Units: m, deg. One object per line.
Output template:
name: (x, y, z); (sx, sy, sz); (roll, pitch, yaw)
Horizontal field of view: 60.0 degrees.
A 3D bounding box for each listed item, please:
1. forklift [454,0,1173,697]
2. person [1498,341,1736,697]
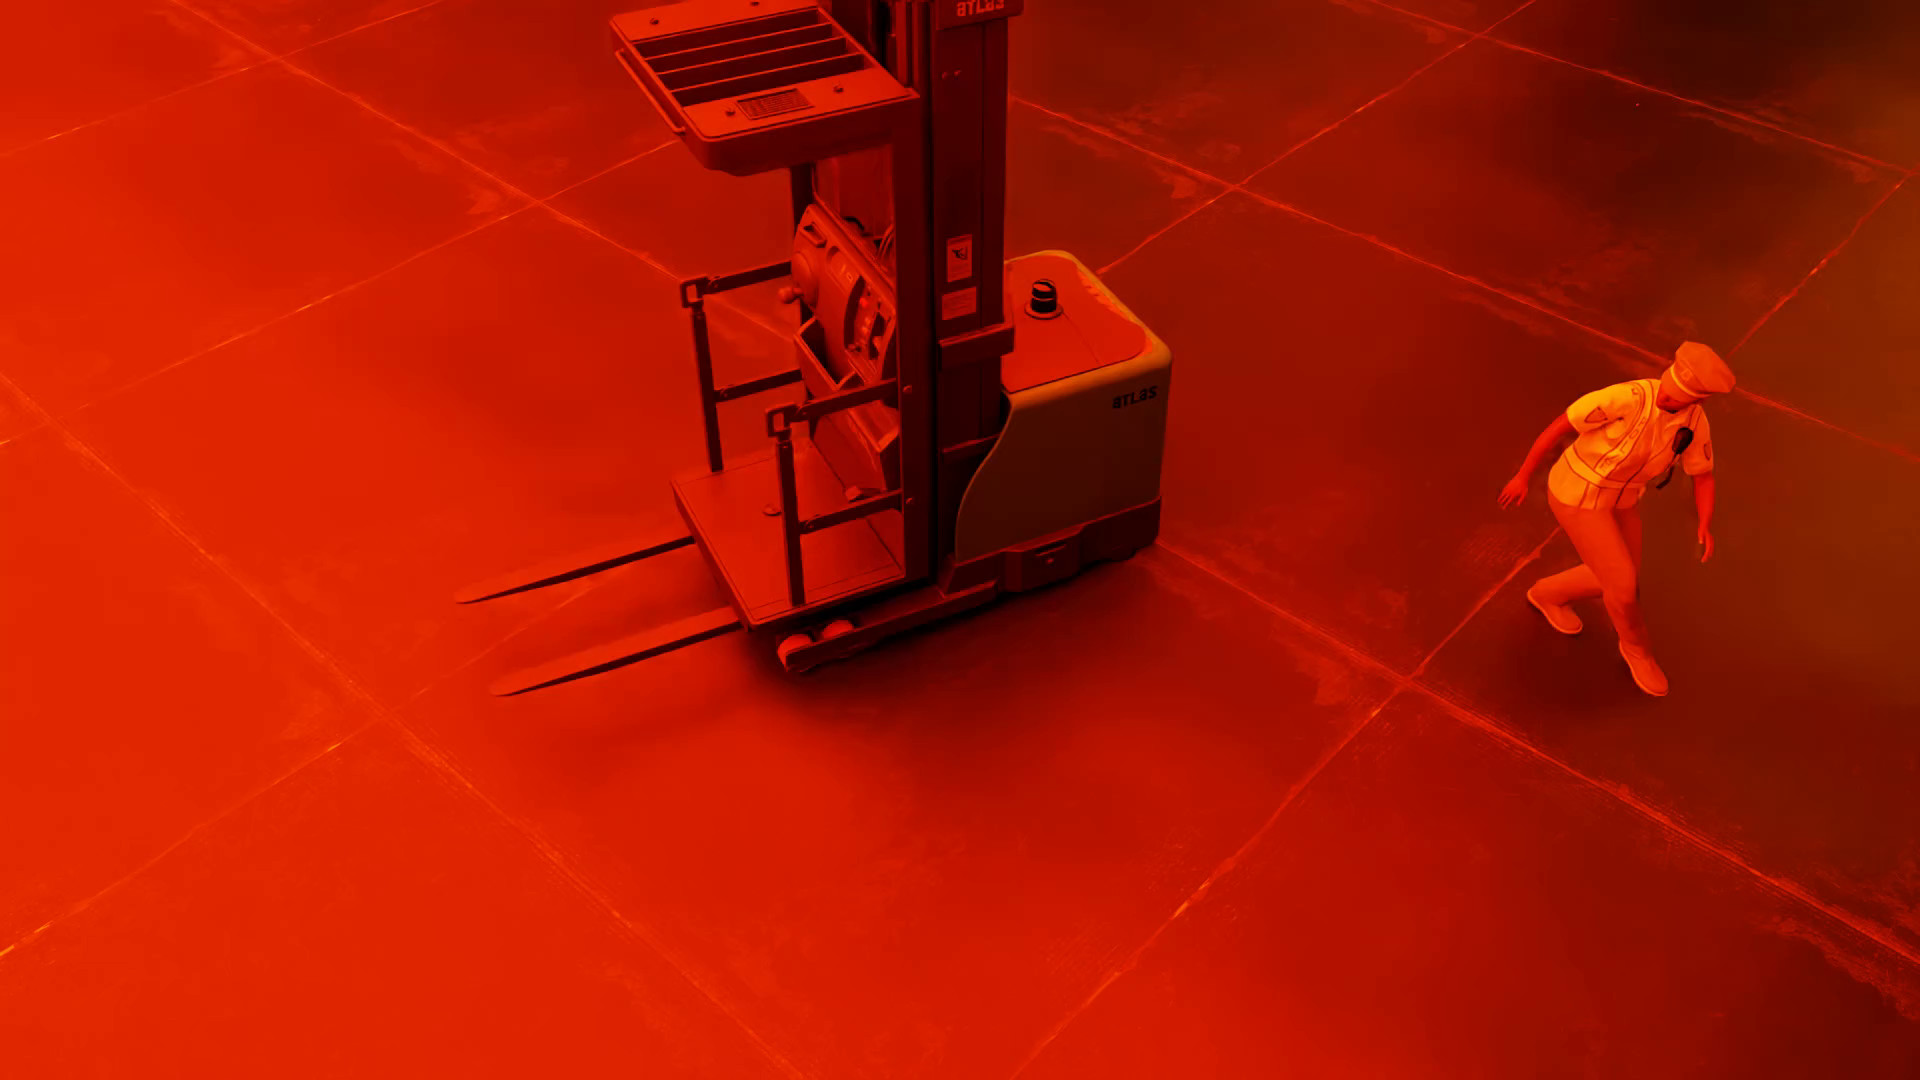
forklift: (-0.645, -0.946, 6.531); (3.031, 2.935, 1.130); (-18, 44, -19)
person: (2.624, -0.078, 6.605); (0.693, 1.534, 0.754); (-17, 43, -19)
